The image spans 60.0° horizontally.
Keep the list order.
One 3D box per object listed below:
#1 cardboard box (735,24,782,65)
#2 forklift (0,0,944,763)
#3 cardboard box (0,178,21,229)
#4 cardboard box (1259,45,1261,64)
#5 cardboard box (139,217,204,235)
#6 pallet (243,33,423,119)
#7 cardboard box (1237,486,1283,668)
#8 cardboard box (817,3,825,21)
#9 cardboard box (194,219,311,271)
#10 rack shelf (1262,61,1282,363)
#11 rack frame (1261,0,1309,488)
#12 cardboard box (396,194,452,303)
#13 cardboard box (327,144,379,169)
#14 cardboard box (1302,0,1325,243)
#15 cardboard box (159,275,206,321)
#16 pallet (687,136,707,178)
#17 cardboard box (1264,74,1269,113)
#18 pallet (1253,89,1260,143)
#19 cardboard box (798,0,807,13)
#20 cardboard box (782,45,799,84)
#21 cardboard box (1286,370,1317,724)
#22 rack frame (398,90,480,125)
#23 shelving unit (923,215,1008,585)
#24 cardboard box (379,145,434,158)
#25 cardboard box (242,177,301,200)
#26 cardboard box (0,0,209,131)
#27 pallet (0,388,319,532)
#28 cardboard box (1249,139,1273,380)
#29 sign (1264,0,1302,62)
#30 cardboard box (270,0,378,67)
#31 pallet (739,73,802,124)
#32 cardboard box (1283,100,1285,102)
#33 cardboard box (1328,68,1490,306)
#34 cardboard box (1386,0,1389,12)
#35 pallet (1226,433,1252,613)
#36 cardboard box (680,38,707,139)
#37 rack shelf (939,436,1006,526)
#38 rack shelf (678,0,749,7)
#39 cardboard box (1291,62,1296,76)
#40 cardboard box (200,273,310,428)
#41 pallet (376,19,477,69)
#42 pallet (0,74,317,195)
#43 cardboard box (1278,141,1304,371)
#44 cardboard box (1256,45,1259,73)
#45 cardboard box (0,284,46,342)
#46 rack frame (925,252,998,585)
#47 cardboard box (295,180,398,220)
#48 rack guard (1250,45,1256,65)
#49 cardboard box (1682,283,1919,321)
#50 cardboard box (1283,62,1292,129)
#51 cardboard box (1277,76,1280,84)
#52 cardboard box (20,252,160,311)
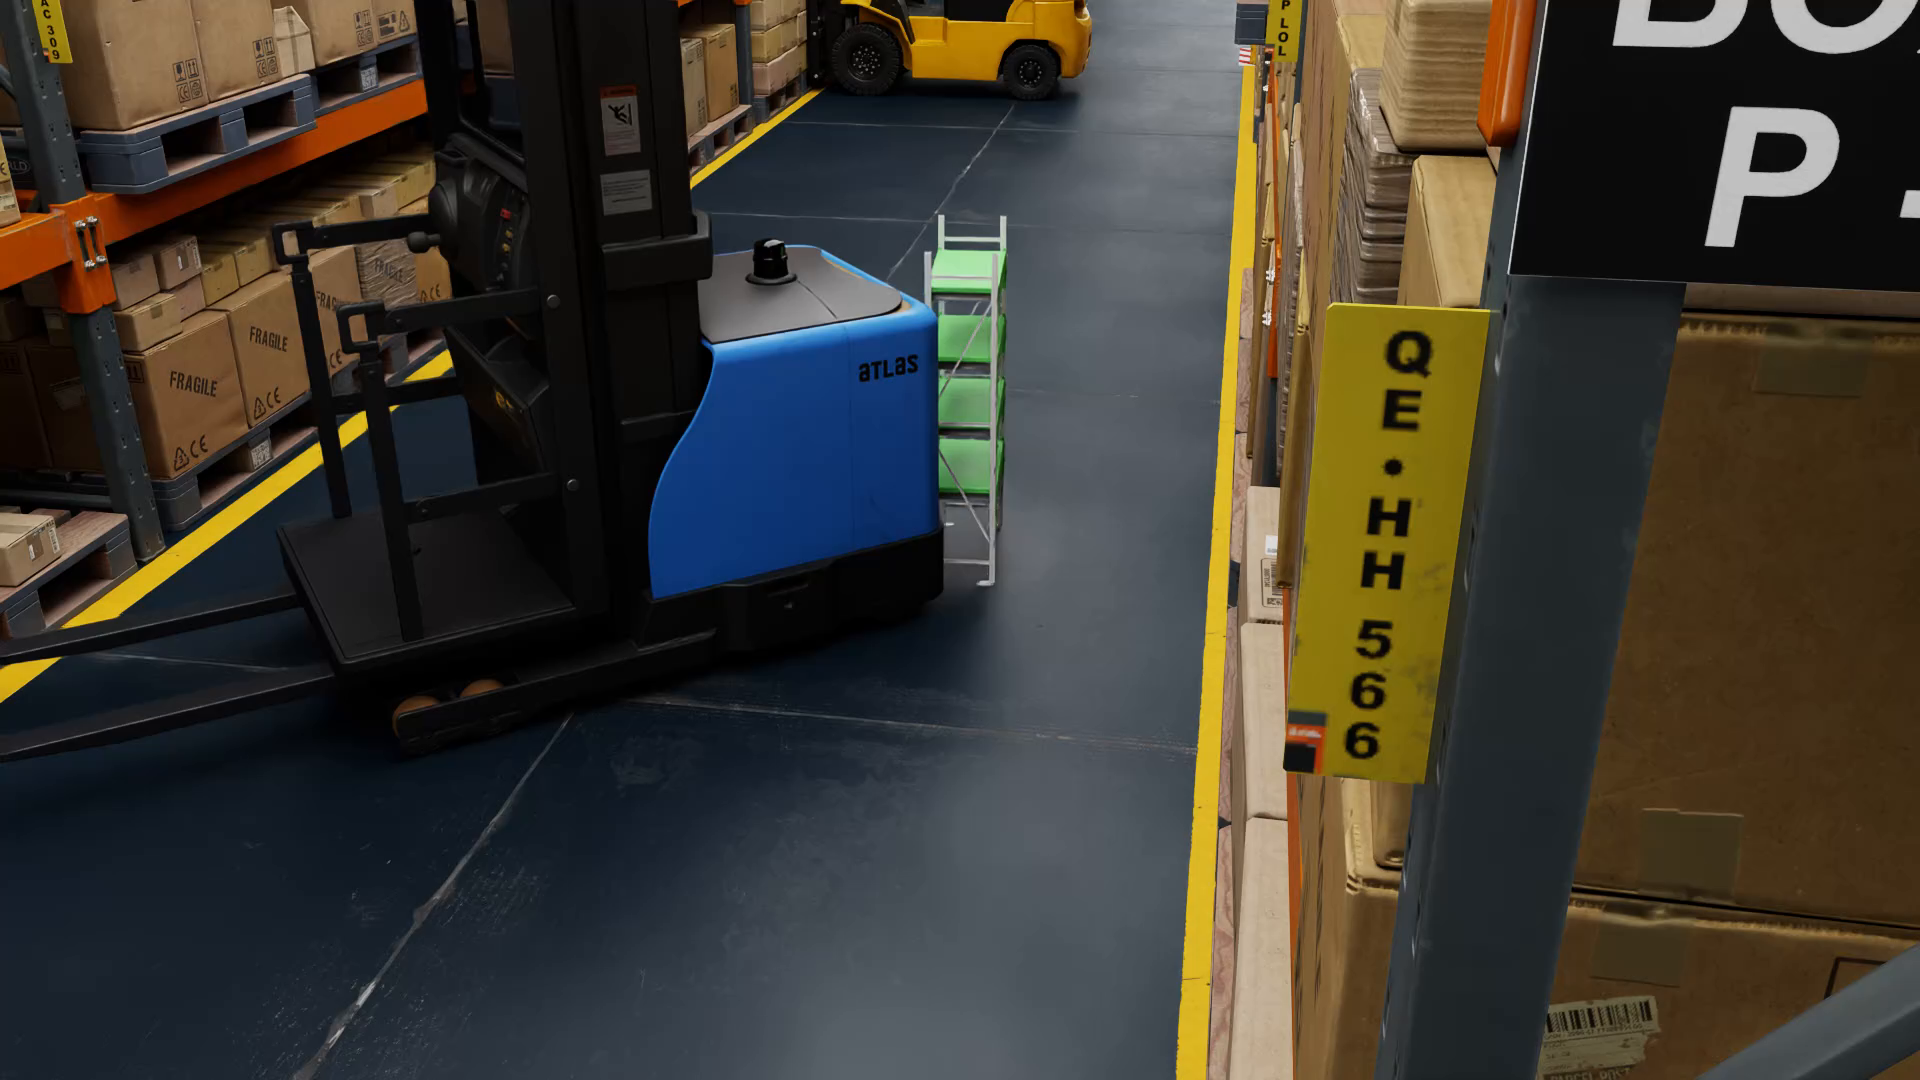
[{"bbox_3d":[-1.754,-4.027,13.473,0.500,0.250,0.500,4,25,8],"label":"cardboard box"},{"bbox_3d":[-1.592,-0.954,4.831,3.031,2.935,1.130,-14,28,-27],"label":"forklift"},{"bbox_3d":[-3.248,-1.064,5.282,0.380,0.149,0.250,4,25,9],"label":"cardboard box"},{"bbox_3d":[2.674,-4.096,13.326,0.500,0.500,0.500,4,25,9],"label":"cardboard box"},{"bbox_3d":[-3.486,-1.288,7.151,0.380,0.149,0.250,5,25,10],"label":"cardboard box"},{"bbox_3d":[-3.104,-2.101,7.427,1.003,0.211,1.213,4,25,9],"label":"pallet"},{"bbox_3d":[1.244,0.239,4.729,0.875,0.438,0.875,4,25,8],"label":"cardboard box"},{"bbox_3d":[-1.496,-4.658,14.822,0.500,0.250,0.500,4,25,8],"label":"cardboard box"},{"bbox_3d":[-3.015,-1.259,7.090,0.380,0.149,0.250,4,25,8],"label":"cardboard box"},{"bbox_3d":[1.780,-1.497,6.759,1.077,0.370,4.000,4,25,9],"label":"rack shelf"},{"bbox_3d":[1.453,-0.987,4.820,1.000,3.000,0.127,4,25,9],"label":"rack frame"},{"bbox_3d":[-2.823,-1.441,8.243,0.500,0.500,0.500,5,26,11],"label":"cardboard box"},{"bbox_3d":[-3.215,-1.938,8.541,0.380,0.149,0.250,4,25,9],"label":"cardboard box"},{"bbox_3d":[0.953,-0.878,3.290,0.500,0.500,0.500,4,25,10],"label":"cardboard box"},{"bbox_3d":[-3.155,-0.934,6.394,0.380,0.149,0.250,3,25,7],"label":"cardboard box"},{"bbox_3d":[-2.416,-2.589,11.533,1.003,0.211,1.213,4,25,9],"label":"pallet"},{"bbox_3d":[2.677,-3.113,11.967,0.950,0.372,0.625,4,25,9],"label":"cardboard box"},{"bbox_3d":[2.835,-3.353,13.164,1.003,0.211,1.213,4,25,9],"label":"pallet"},{"bbox_3d":[-1.585,-4.675,14.268,0.500,0.250,0.500,5,26,10],"label":"cardboard box"},{"bbox_3d":[-1.664,-4.013,14.032,0.500,0.250,0.500,3,25,7],"label":"cardboard box"},{"bbox_3d":[0.788,-0.004,2.602,0.500,0.500,0.500,5,26,10],"label":"cardboard box"},{"bbox_3d":[-2.791,-3.002,9.125,1.000,3.000,0.127,4,25,9],"label":"rack frame"},{"bbox_3d":[0.024,-0.495,5.892,0.258,1.200,0.503,2,25,4],"label":"shelving unit"},{"bbox_3d":[-2.722,-1.906,8.472,0.380,0.149,0.250,3,25,7],"label":"cardboard box"},{"bbox_3d":[-3.342,-1.613,7.845,0.380,0.149,0.250,4,25,9],"label":"cardboard box"},{"bbox_3d":[-3.145,-1.751,5.840,0.700,0.500,0.500,5,25,10],"label":"cardboard box"},{"bbox_3d":[-3.349,-0.409,6.875,1.003,0.211,1.213,4,25,9],"label":"pallet"},{"bbox_3d":[1.762,-1.232,7.354,0.875,0.875,0.875,4,25,9],"label":"cardboard box"},{"bbox_3d":[0.916,-1.509,4.663,0.100,0.325,0.005,4,25,9],"label":"sign"},{"bbox_3d":[-2.932,-2.296,7.004,0.700,0.500,0.500,4,25,8],"label":"cardboard box"},{"bbox_3d":[-1.966,-3.742,13.995,1.003,0.211,1.213,4,25,9],"label":"pallet"},{"bbox_3d":[1.463,-1.546,6.192,0.500,0.250,0.500,3,25,7],"label":"cardboard box"},{"bbox_3d":[0.700,-0.251,1.950,0.500,0.500,0.500,4,25,9],"label":"cardboard box"},{"bbox_3d":[0.815,-0.807,2.373,0.380,0.149,0.250,5,25,10],"label":"cardboard box"},{"bbox_3d":[1.505,-0.052,6.111,1.003,0.211,1.213,4,25,9],"label":"pallet"},{"bbox_3d":[-2.346,-3.247,11.953,0.875,0.625,0.625,4,25,8],"label":"cardboard box"},{"bbox_3d":[0.024,-0.220,6.021,0.258,0.148,0.480,2,25,4],"label":"rack shelf"},{"bbox_3d":[-2.464,-3.513,11.065,1.077,0.370,4.000,4,25,9],"label":"rack shelf"},{"bbox_3d":[1.278,-1.689,5.023,0.500,0.500,0.500,5,26,10],"label":"cardboard box"},{"bbox_3d":[-3.066,-0.797,6.868,0.500,0.500,0.500,4,25,8],"label":"cardboard box"},{"bbox_3d":[-2.832,-2.627,8.550,1.213,0.211,1.003,4,25,9],"label":"pallet"},{"bbox_3d":[-3.206,-1.569,6.289,1.003,0.211,1.213,4,25,9],"label":"pallet"},{"bbox_3d":[1.032,-0.644,3.969,0.500,0.500,0.500,4,25,9],"label":"cardboard box"},{"bbox_3d":[2.842,-4.190,14.411,0.500,0.250,0.500,6,26,12],"label":"cardboard box"},{"bbox_3d":[-3.669,-0.855,6.226,0.380,0.149,0.250,3,25,6],"label":"cardboard box"},{"bbox_3d":[0.005,-0.392,5.671,0.240,1.200,0.015,2,25,4],"label":"rack frame"},{"bbox_3d":[-2.866,-1.577,7.769,0.380,0.149,0.250,3,25,6],"label":"cardboard box"},{"bbox_3d":[3.402,-4.842,16.004,1.175,0.500,0.348,4,25,9],"label":"rack guard"},{"bbox_3d":[0.660,-0.270,1.225,0.380,0.149,0.250,4,25,9],"label":"cardboard box"},{"bbox_3d":[1.360,-1.556,5.623,0.500,0.250,0.500,5,25,10],"label":"cardboard box"},{"bbox_3d":[1.712,-2.188,7.564,0.500,0.250,0.500,3,25,7],"label":"cardboard box"},{"bbox_3d":[-3.183,-0.951,6.081,0.380,0.149,0.250,4,25,8],"label":"cardboard box"}]
